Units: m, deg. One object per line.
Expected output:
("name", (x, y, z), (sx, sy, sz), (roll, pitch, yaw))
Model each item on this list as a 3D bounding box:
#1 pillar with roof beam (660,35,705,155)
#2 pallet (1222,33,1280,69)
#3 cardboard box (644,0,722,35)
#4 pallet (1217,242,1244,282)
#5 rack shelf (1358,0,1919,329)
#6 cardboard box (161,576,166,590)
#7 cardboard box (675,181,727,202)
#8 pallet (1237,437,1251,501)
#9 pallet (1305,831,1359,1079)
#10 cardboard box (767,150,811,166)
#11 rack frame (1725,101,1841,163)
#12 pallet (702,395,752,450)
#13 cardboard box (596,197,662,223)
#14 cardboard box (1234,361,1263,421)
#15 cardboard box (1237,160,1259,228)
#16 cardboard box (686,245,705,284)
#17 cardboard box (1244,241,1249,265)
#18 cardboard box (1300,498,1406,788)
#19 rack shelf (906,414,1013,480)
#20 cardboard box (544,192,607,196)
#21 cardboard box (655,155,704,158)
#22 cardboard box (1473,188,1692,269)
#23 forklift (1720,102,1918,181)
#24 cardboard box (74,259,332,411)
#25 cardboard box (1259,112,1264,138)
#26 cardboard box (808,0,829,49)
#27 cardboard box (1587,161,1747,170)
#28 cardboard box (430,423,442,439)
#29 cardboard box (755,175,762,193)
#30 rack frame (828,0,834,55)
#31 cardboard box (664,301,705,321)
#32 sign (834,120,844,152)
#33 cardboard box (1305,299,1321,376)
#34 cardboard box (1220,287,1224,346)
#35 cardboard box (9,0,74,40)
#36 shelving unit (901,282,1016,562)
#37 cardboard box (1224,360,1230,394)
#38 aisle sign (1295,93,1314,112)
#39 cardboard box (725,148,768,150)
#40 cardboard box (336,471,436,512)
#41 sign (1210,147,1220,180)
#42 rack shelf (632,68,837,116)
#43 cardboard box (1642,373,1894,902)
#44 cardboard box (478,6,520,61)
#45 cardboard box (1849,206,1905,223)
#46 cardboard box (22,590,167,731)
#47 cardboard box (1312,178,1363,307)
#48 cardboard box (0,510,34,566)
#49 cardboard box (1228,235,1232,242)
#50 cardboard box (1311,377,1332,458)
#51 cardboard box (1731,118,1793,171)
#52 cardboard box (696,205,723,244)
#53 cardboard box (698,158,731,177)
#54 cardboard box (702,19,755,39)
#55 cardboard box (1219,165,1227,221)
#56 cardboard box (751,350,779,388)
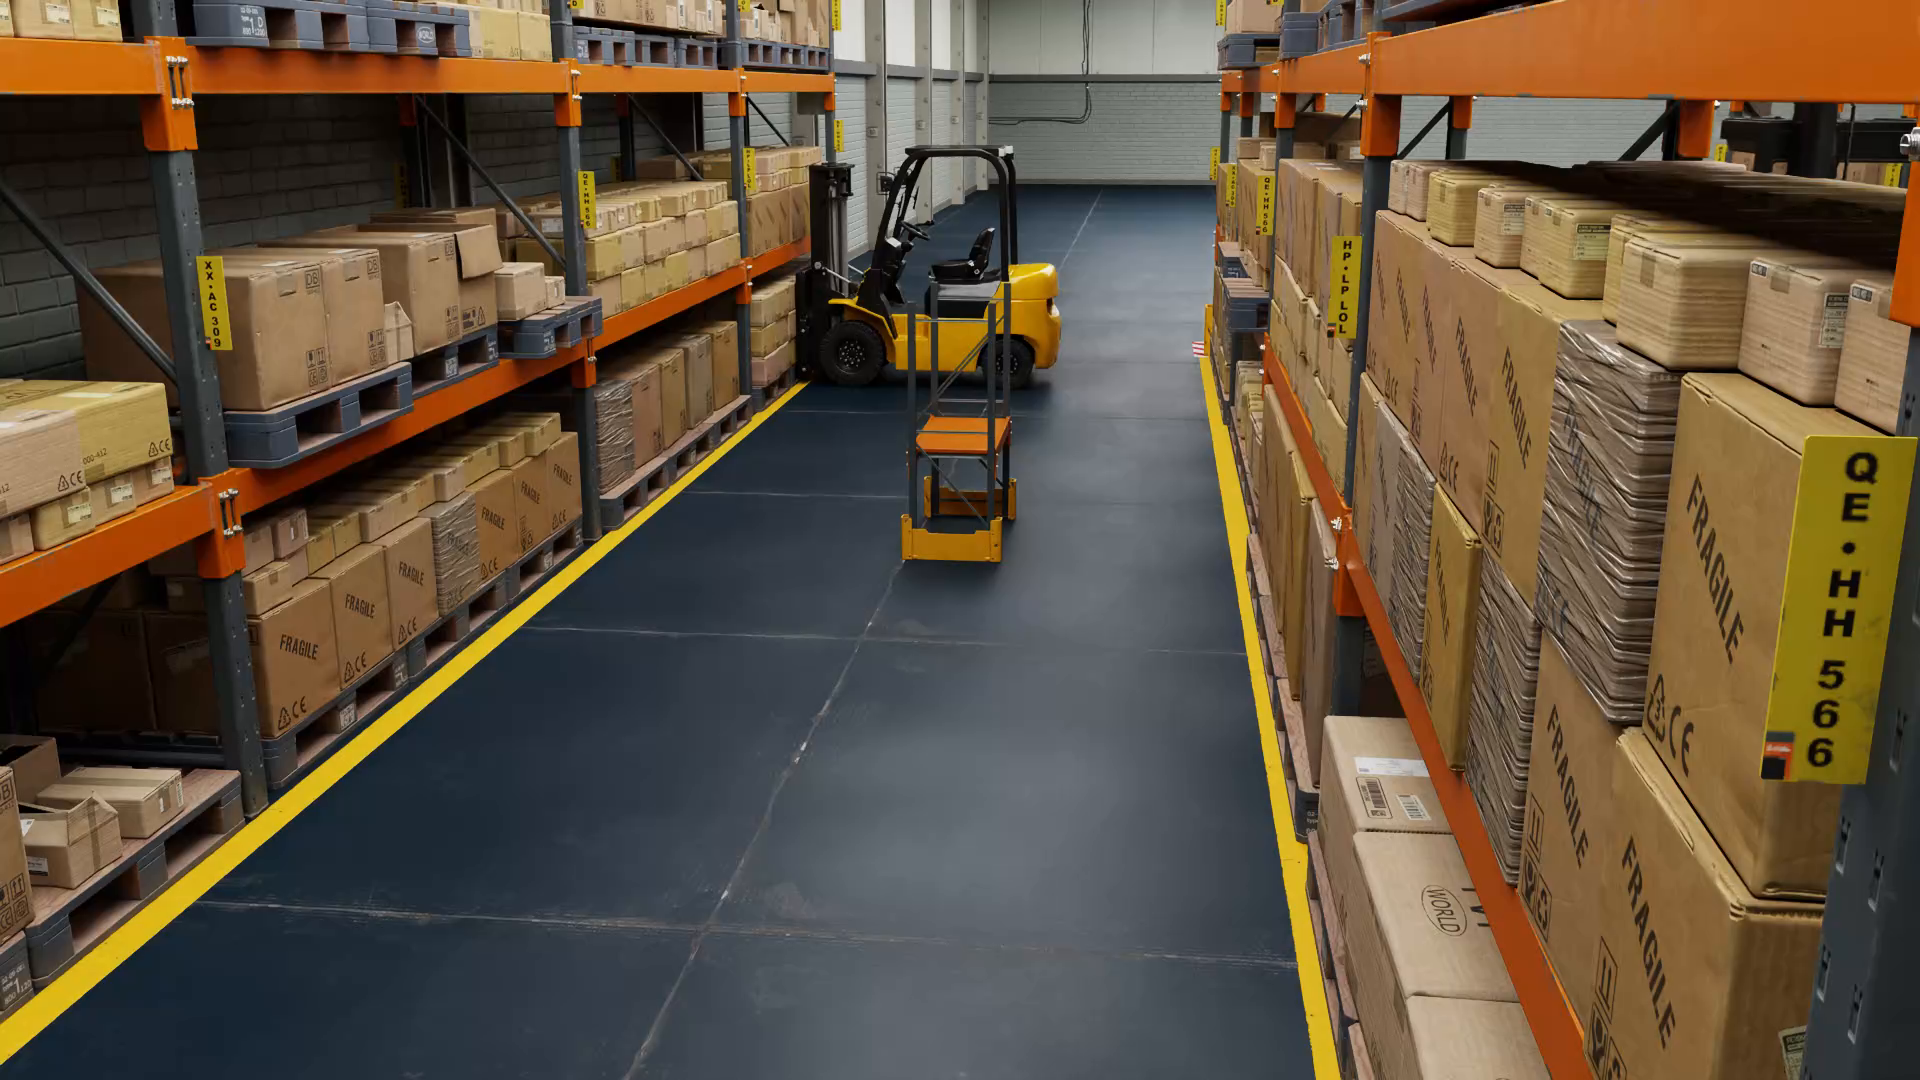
("pillar with roof beam", (1.506, -6.151, 15.668), (9.100, 9.000, 0.400), (2, 15, 6))
("pallet", (2.394, -3.284, 11.174), (1.213, 0.211, 1.003), (2, 15, 6))
("cardboard box", (-2.088, -3.959, 12.485), (0.500, 0.311, 0.500), (1, 15, 4))
("pallet", (2.453, -2.066, 12.424), (1.003, 0.211, 1.213), (2, 15, 6))
("rack shelf", (1.555, -0.860, 3.227), (1.077, 0.370, 4.000), (2, 15, 6))
("cardboard box", (-3.372, 0.095, 6.804), (0.380, 0.149, 0.250), (2, 15, 6))
("cardboard box", (-2.067, -2.764, 13.204), (0.380, 0.149, 0.250), (2, 15, 8))
("pallet", (2.462, -0.487, 11.560), (1.003, 0.211, 1.213), (2, 15, 6))
("pallet", (1.617, 1.263, 5.086), (1.003, 0.211, 1.213), (2, 15, 6))
("cardboard box", (-1.649, -3.674, 16.000), (0.380, 0.149, 0.250), (2, 15, 8))
("rack frame", (8.065, -3.271, 16.511), (1.000, 3.000, 0.127), (2, 15, 6))
("pallet", (-2.293, -0.960, 13.306), (1.003, 0.211, 1.213), (2, 15, 6))
("cardboard box", (-2.236, -2.231, 11.232), (0.380, 0.149, 0.250), (2, 15, 7))
("cardboard box", (2.627, -1.151, 12.901), (0.950, 0.372, 0.625), (2, 15, 7))
("cardboard box", (2.290, -2.504, 12.111), (0.500, 0.500, 0.500), (2, 15, 6))
("cardboard box", (-2.183, -2.029, 12.205), (0.500, 0.250, 0.500), (2, 15, 7))
("cardboard box", (2.133, -1.963, 11.351), (0.380, 0.149, 0.250), (2, 15, 8))
("cardboard box", (1.771, 0.382, 6.269), (0.875, 0.875, 0.875), (2, 15, 8))
("rack shelf", (0.010, -0.572, 10.095), (0.538, 0.185, 1.000), (2, 15, 6))
("cardboard box", (-2.720, -2.380, 11.785), (0.380, 0.149, 0.250), (2, 15, 7))
("cardboard box", (-2.461, -3.294, 14.594), (0.380, 0.149, 0.250), (1, 15, 5))
("cardboard box", (1.297, -0.653, 3.481), (0.380, 0.149, 0.250), (2, 15, 6))
("forklift", (4.865, -1.300, 9.353), (1.130, 2.935, 3.031), (2, 15, 7))
("cardboard box", (-2.875, -0.793, 6.352), (0.700, 0.500, 0.500), (2, 15, 8))
("cardboard box", (3.294, -3.926, 16.257), (0.700, 0.500, 0.500), (1, 15, 5))
("cardboard box", (-1.605, -5.161, 16.566), (0.500, 0.500, 0.500), (2, 15, 8))
("cardboard box", (2.062, -1.033, 4.885), (0.380, 0.149, 0.250), (1, 15, 5))
("cardboard box", (-3.125, -0.576, 9.285), (0.380, 0.149, 0.250), (2, 15, 8))
("cardboard box", (-1.922, -3.070, 14.334), (0.380, 0.149, 0.250), (2, 15, 6))
("rack frame", (-1.797, -6.431, 16.707), (1.000, 3.000, 0.127), (2, 15, 6))
("cardboard box", (-2.385, -1.989, 14.320), (0.500, 0.250, 0.500), (2, 15, 7))
("sign", (-1.260, -4.189, 17.236), (0.100, 0.325, 0.005), (2, 15, 6))
("cardboard box", (1.691, -0.833, 6.824), (0.500, 0.250, 0.500), (2, 15, 8))
("cardboard box", (2.596, -2.016, 14.897), (0.500, 0.500, 0.500), (3, 15, 9))
("cardboard box", (-2.929, -1.584, 5.010), (0.380, 0.149, 0.250), (2, 15, 6))
("shelving unit", (0.009, -0.744, 10.039), (0.587, 1.500, 1.083), (2, 15, 6))
("cardboard box", (2.483, -1.389, 14.017), (0.500, 0.250, 0.500), (2, 15, 9))
("aisle sign", (3.430, -4.653, 16.641), (0.394, 0.787, 0.004), (2, 15, 6))
("cardboard box", (-2.126, -3.824, 16.553), (0.380, 0.149, 0.250), (2, 15, 7))
("cardboard box", (-2.760, -0.229, 8.003), (0.380, 0.149, 0.250), (2, 15, 6))
("sign", (2.596, -3.824, 16.899), (0.100, 0.325, 0.005), (2, 15, 6))
("rack shelf", (-2.023, -4.117, 15.274), (1.077, 0.370, 4.000), (2, 15, 6))
("cardboard box", (1.147, 0.097, 1.951), (0.500, 0.500, 0.500), (2, 15, 8))
("cardboard box", (-2.573, -2.565, 8.444), (0.500, 0.250, 0.500), (2, 15, 6))
("cardboard box", (1.806, -0.504, 2.931), (0.380, 0.149, 0.250), (2, 15, 7))
("cardboard box", (-3.390, 0.445, 6.755), (0.500, 0.500, 0.500), (2, 15, 6))
("cardboard box", (1.710, -1.197, 6.736), (0.500, 0.500, 0.500), (2, 15, 8))
("cardboard box", (-3.006, -0.008, 4.927), (0.380, 0.149, 0.250), (2, 15, 8))
("cardboard box", (2.528, -2.587, 14.465), (0.380, 0.149, 0.250), (1, 15, 5))
("cardboard box", (1.640, -0.461, 6.409), (0.500, 0.250, 0.500), (1, 15, 5))
("cardboard box", (7.984, -3.769, 15.998), (0.875, 0.550, 0.550), (2, 15, 6))
("cardboard box", (-2.101, -2.398, 12.615), (0.500, 0.250, 0.500), (1, 15, 5))
("cardboard box", (-1.996, -3.148, 14.053), (0.380, 0.149, 0.250), (2, 15, 7))
("cardboard box", (-1.896, -4.183, 13.624), (0.380, 0.149, 0.250), (2, 15, 7))
("cardboard box", (2.751, -3.333, 15.980), (0.500, 0.500, 0.500), (2, 15, 8))
("cardboard box", (-1.865, -1.489, 14.385), (0.500, 0.250, 0.500), (2, 15, 7))
